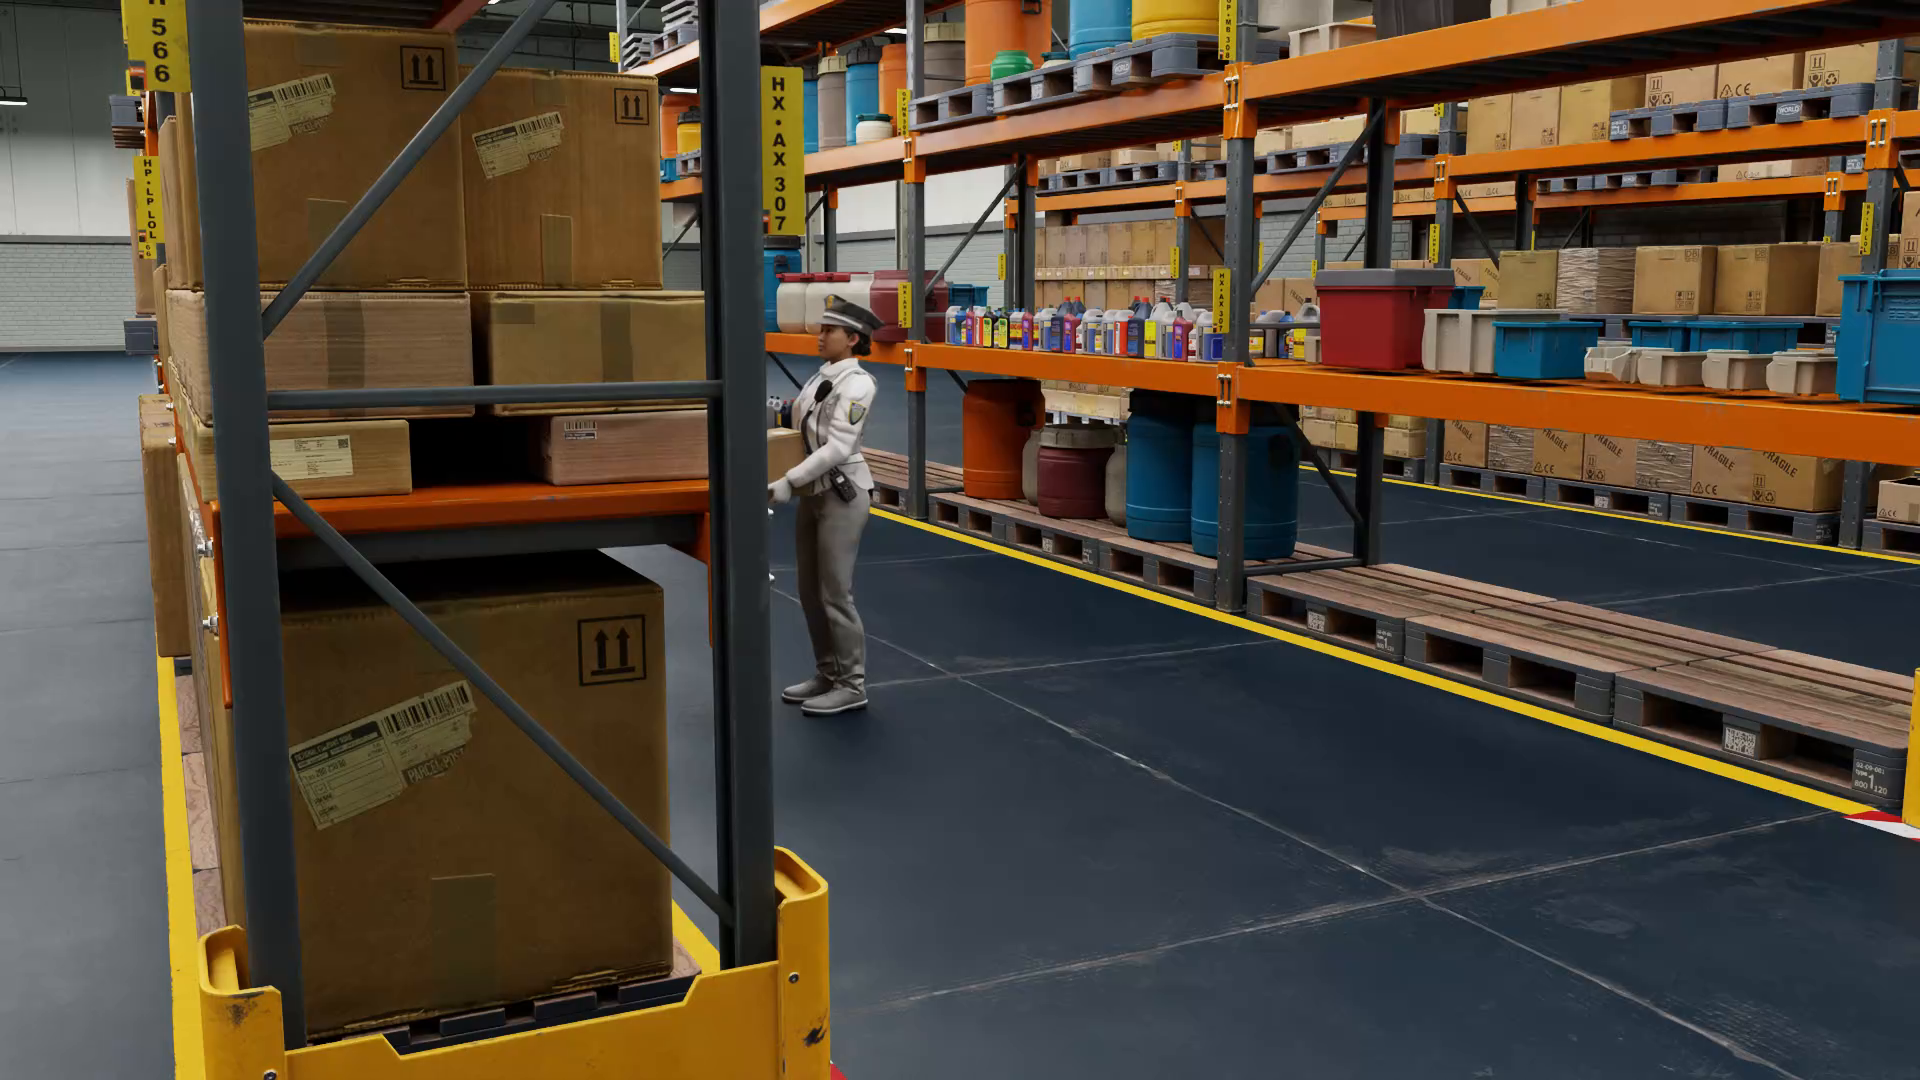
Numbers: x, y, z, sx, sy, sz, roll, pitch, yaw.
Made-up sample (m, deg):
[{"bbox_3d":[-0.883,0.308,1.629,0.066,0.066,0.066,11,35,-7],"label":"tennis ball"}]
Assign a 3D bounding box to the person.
[{"bbox_3d":[-0.587,-0.149,6.740,0.564,1.686,0.460,-4,10,-26],"label":"person"}]
